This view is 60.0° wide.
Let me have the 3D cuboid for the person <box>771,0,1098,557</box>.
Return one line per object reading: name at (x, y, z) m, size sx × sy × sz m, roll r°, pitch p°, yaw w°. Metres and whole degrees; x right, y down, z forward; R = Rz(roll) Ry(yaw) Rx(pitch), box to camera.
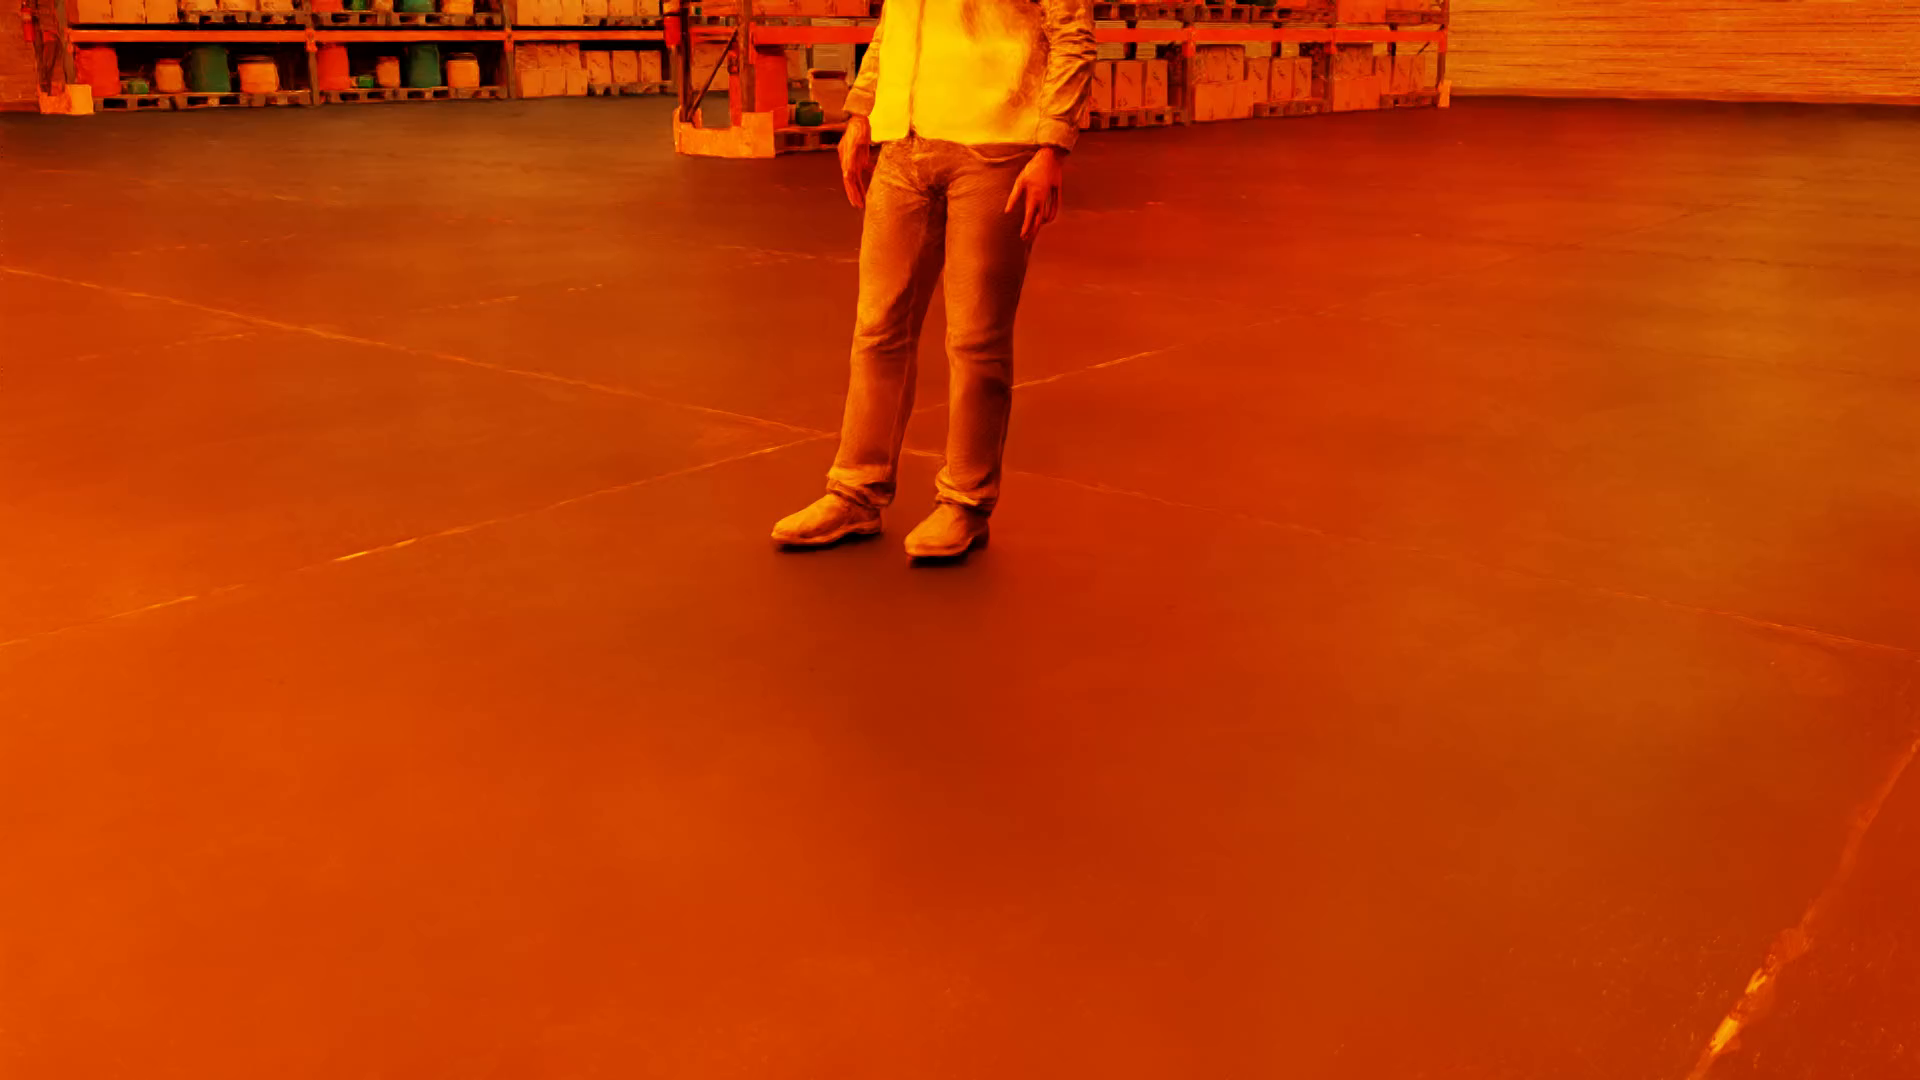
person at (-0.046, -0.843, 3.641) m, size 0.632 × 1.773 × 0.567 m, roll 13°, pitch 21°, yaw 37°
